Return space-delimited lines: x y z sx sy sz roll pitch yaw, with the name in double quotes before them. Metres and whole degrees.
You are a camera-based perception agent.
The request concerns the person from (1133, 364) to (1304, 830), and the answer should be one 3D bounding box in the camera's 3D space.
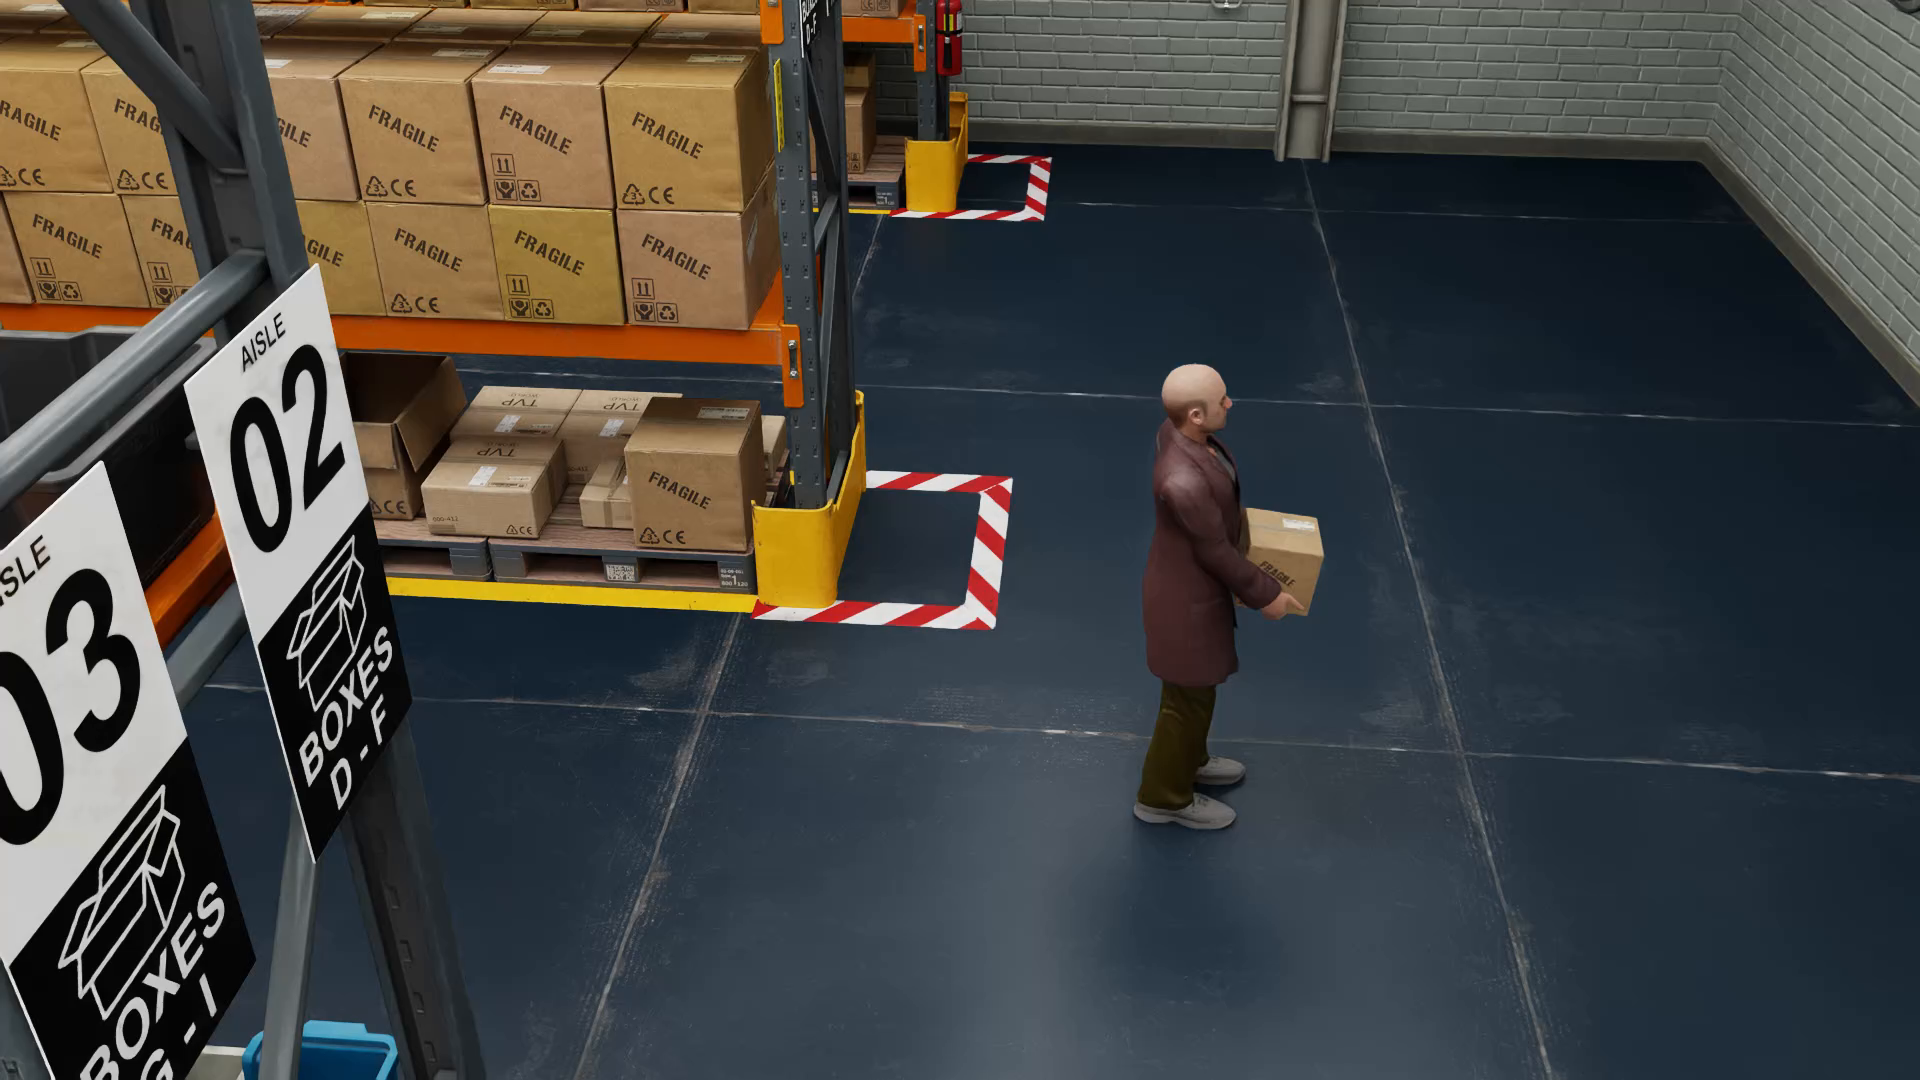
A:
"person" 0.908 0.207 5.816 0.543 1.778 0.526 2 32 4
